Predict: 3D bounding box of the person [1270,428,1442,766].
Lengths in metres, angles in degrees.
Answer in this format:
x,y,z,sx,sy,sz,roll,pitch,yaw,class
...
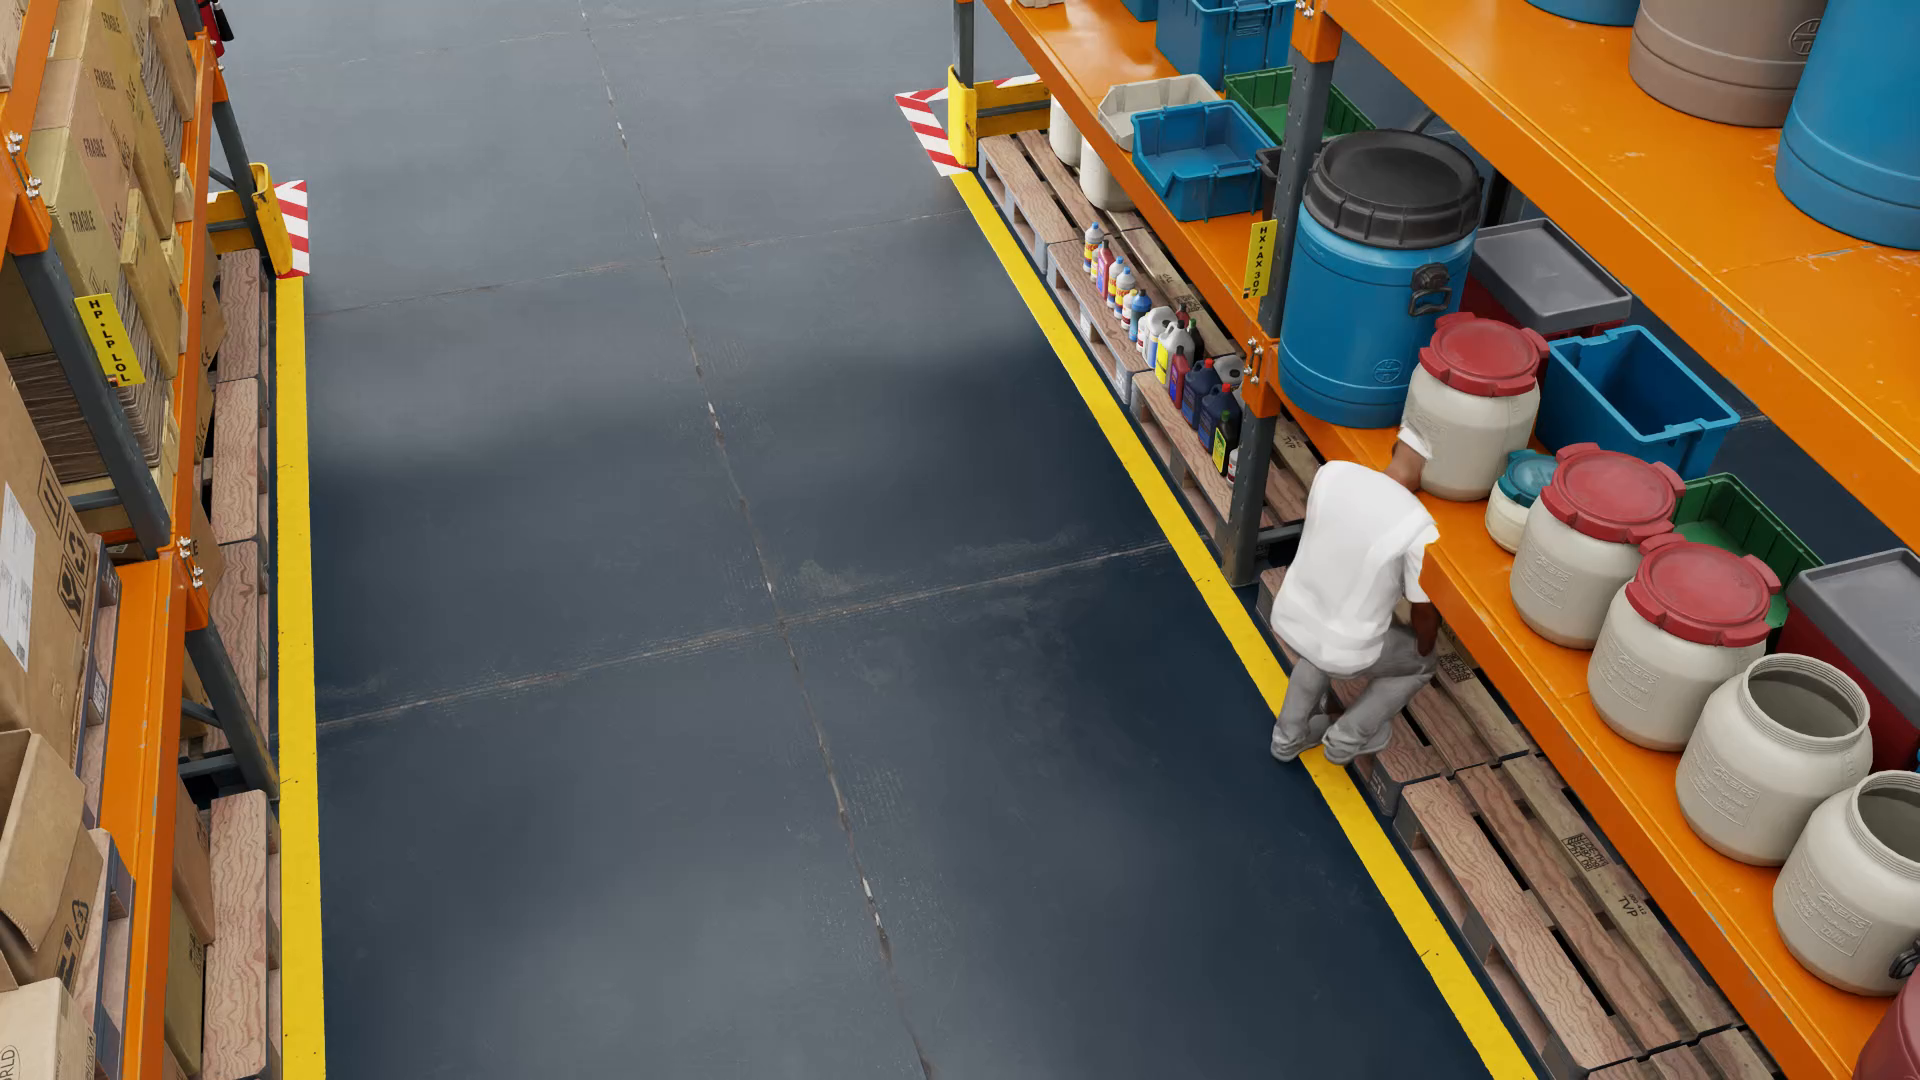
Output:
x,y,z,sx,sy,sz,roll,pitch,yaw,class
1.426,0.250,6.012,0.640,1.565,0.622,-23,47,-24,person
